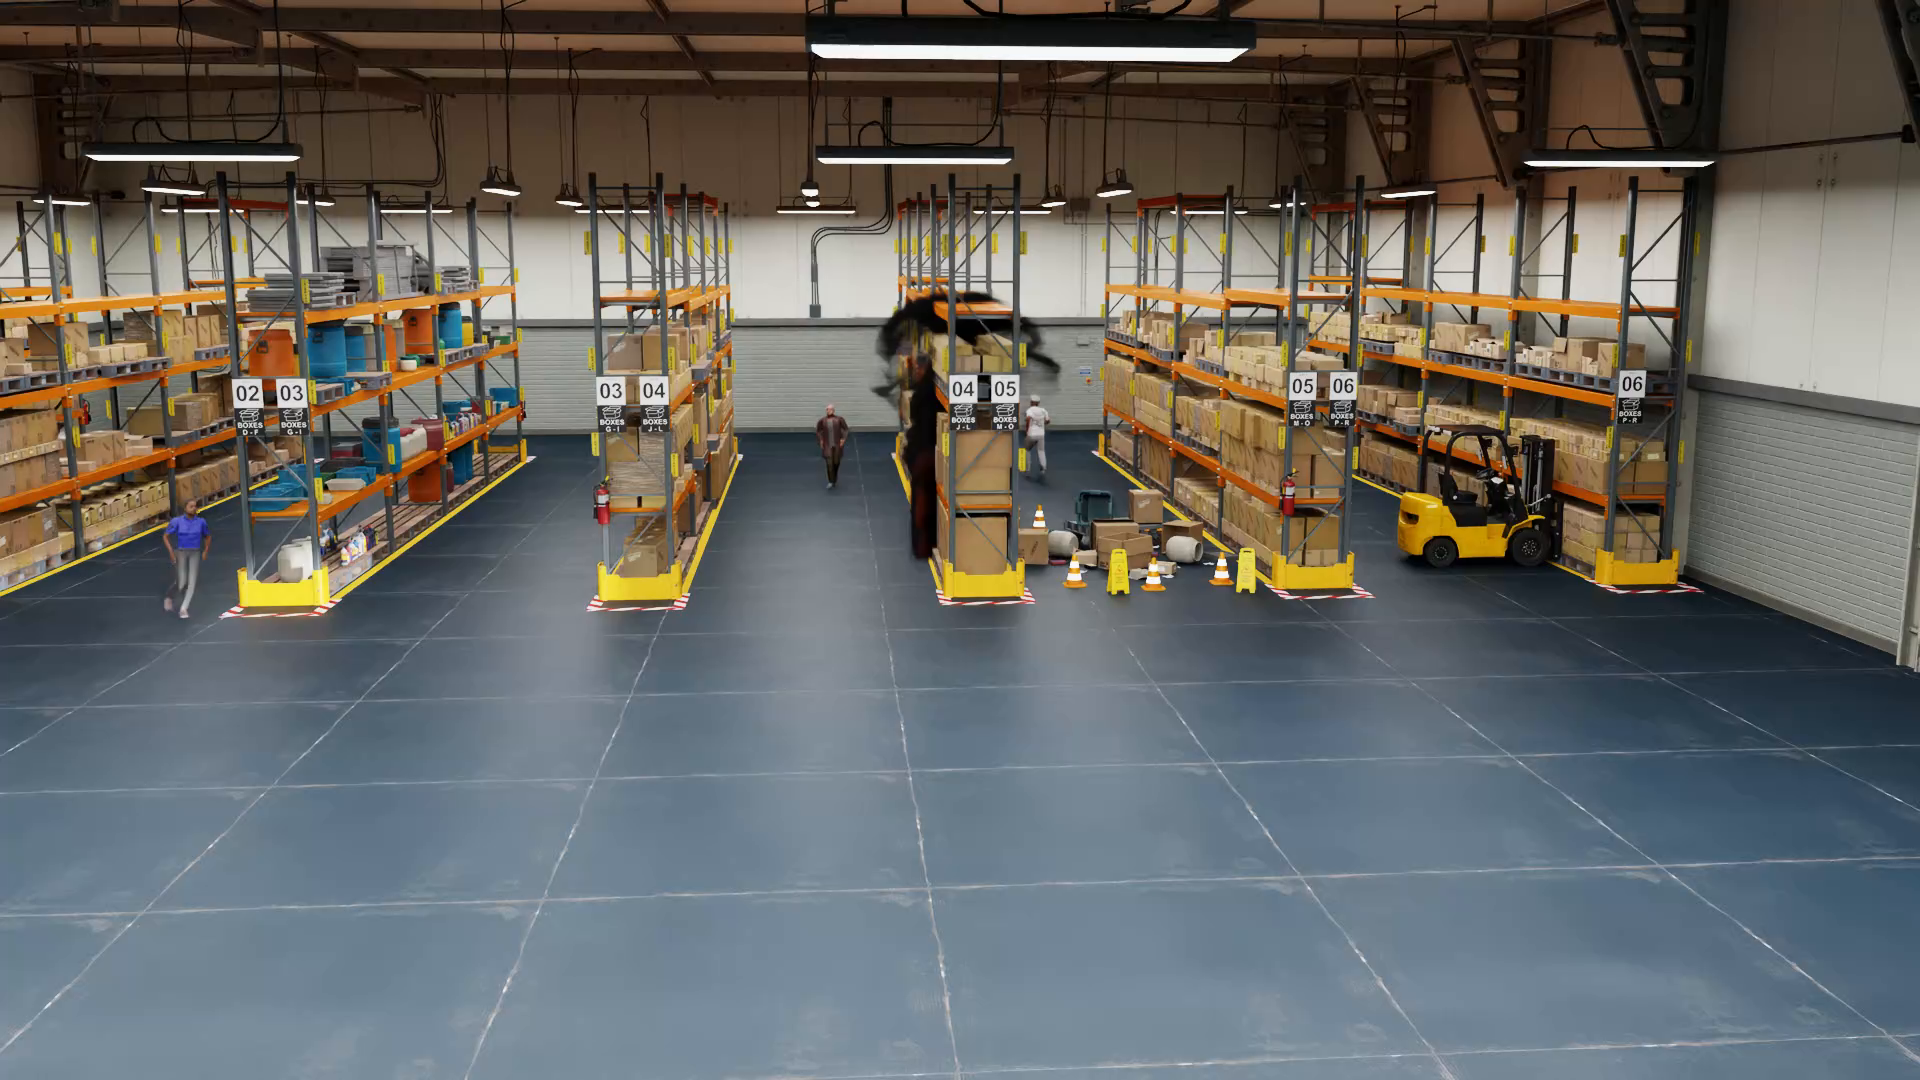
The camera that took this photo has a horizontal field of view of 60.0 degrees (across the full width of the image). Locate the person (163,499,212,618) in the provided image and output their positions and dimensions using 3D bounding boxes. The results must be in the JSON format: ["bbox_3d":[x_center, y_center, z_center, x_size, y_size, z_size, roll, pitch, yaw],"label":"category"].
[{"bbox_3d":[-10.592,0.229,22.819,0.635,1.604,0.537,-9,13,-41],"label":"person"}]

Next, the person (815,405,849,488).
[{"bbox_3d":[-2.689,-1.971,34.903,0.711,1.745,0.602,0,10,0],"label":"person"}]

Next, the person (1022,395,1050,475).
[{"bbox_3d":[1.687,-2.243,36.410,0.626,1.844,1.007,-3,10,-14],"label":"person"}]

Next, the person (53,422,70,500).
[{"bbox_3d":[-17.293,-1.438,31.978,0.592,1.730,0.840,-2,10,-11],"label":"person"}]
